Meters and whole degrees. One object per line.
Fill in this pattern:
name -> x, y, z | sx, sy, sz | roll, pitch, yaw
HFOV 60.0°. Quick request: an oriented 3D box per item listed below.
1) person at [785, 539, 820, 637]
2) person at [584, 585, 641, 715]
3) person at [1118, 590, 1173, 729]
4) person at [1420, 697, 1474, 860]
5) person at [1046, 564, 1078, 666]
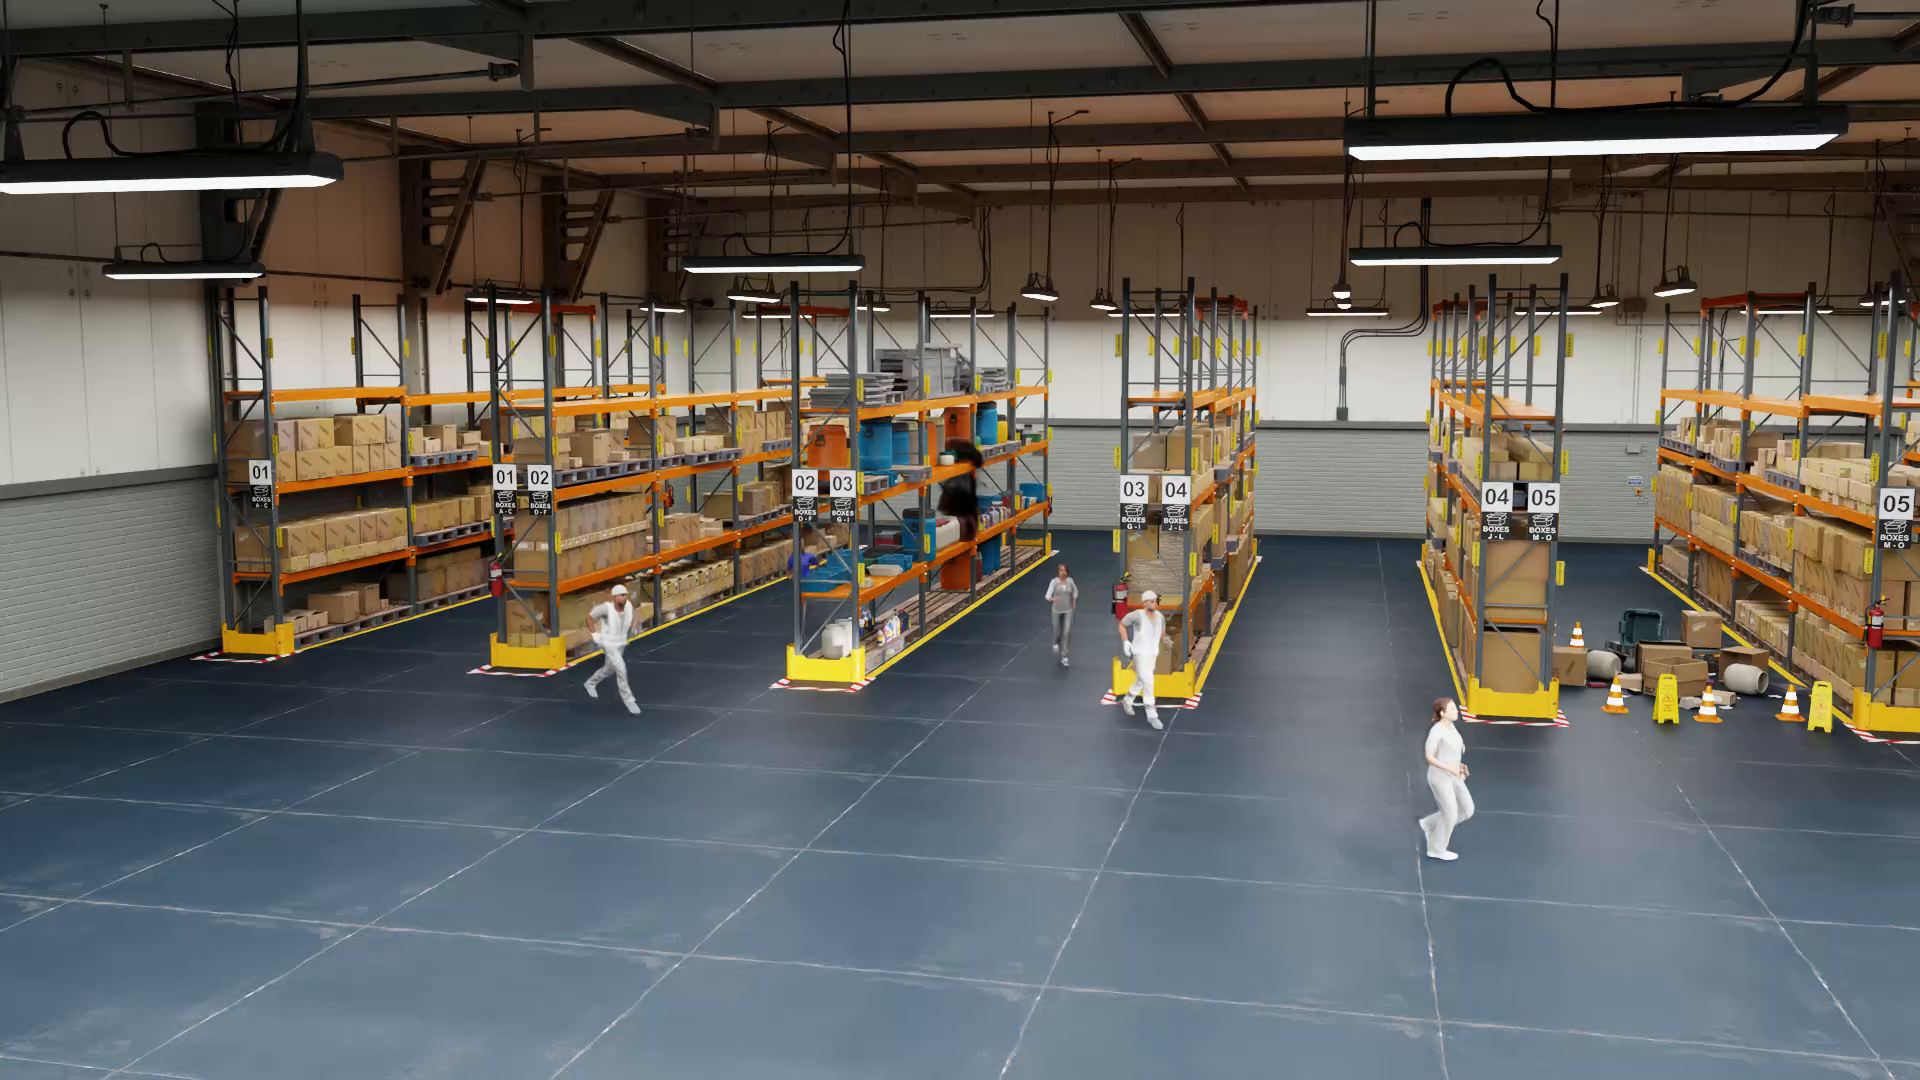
person -> -2.786, 0.857, 29.291 | 0.581, 1.564, 0.920 | 0, 7, 4
person -> -4.854, 1.483, 23.128 | 1.126, 1.778, 0.684 | 4, 8, 33
person -> 2.472, 1.555, 22.303 | 0.602, 1.804, 0.957 | -5, 8, -35
person -> 4.746, 2.330, 16.272 | 0.553, 1.624, 0.541 | 6, 9, 41
person -> 1.631, 1.159, 26.460 | 0.541, 1.574, 0.867 | 0, 7, -3
